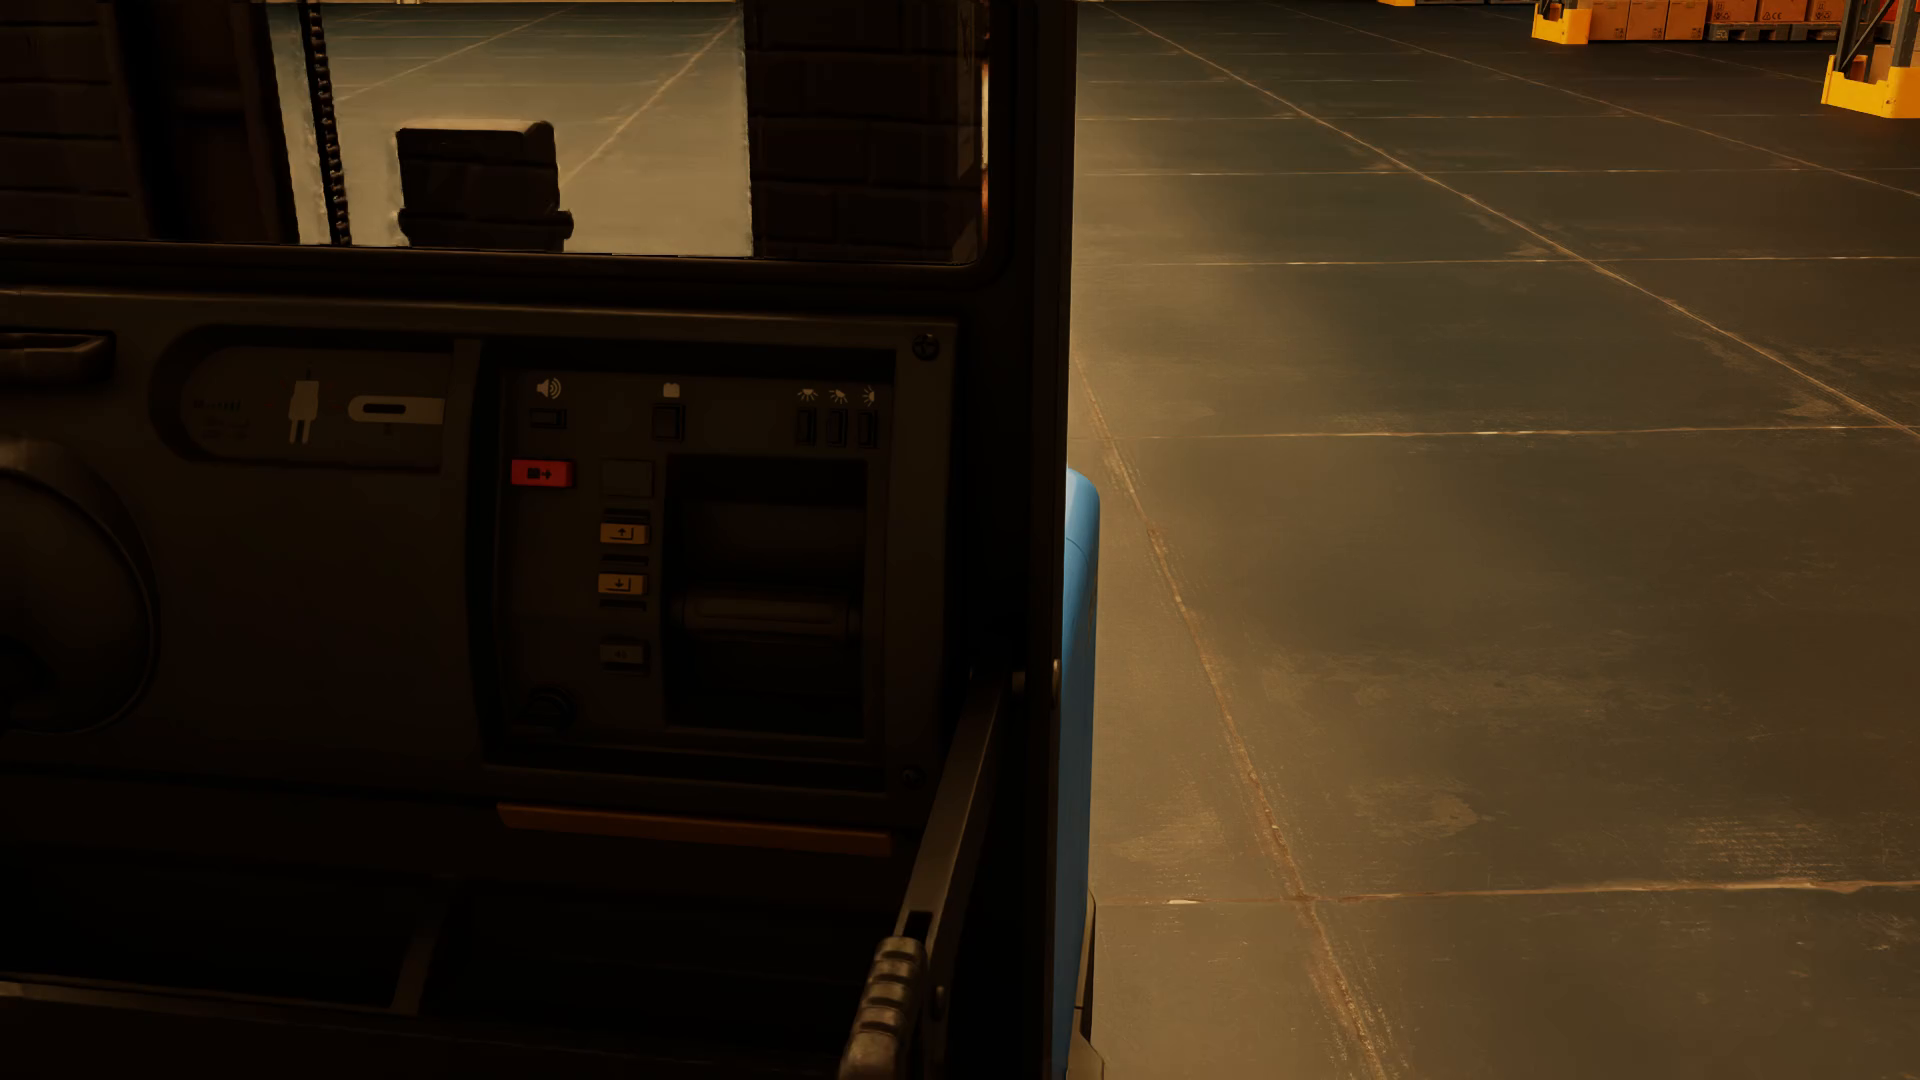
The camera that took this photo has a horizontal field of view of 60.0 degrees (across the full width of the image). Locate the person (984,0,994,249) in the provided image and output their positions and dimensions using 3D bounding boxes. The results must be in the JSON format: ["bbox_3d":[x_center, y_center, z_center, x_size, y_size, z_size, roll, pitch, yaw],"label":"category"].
[{"bbox_3d":[-0.074,-0.790,4.873,0.549,1.676,0.549,-1,21,-3],"label":"person"}]

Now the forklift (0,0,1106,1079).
[{"bbox_3d":[-0.490,0.009,1.139,1.130,2.935,3.031,3,22,8],"label":"forklift"}]
